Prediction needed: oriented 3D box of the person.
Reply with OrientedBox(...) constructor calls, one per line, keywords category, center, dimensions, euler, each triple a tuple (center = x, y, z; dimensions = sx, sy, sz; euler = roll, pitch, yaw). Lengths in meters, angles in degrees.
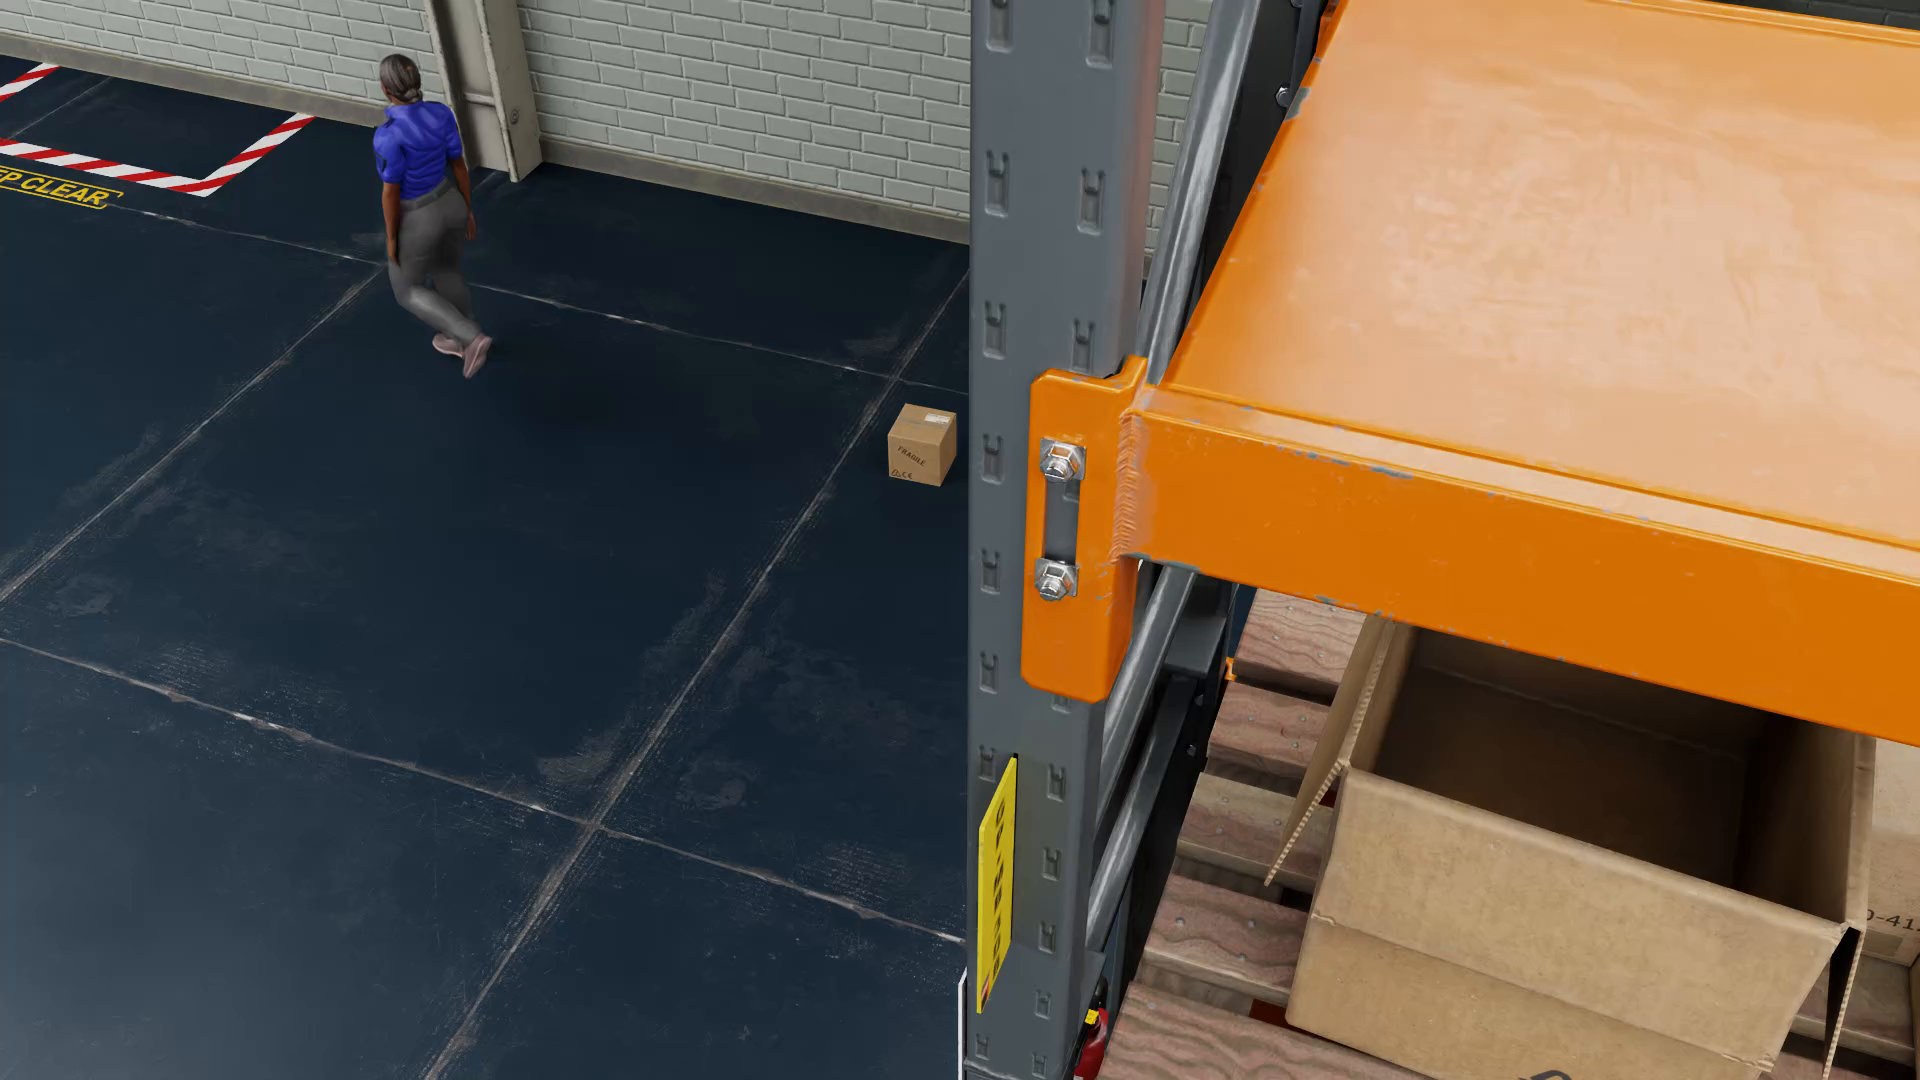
OrientedBox(category="person", center=(-2.463, -1.515, 7.773), dimensions=(0.457, 1.576, 0.460), euler=(22, 46, 23))
